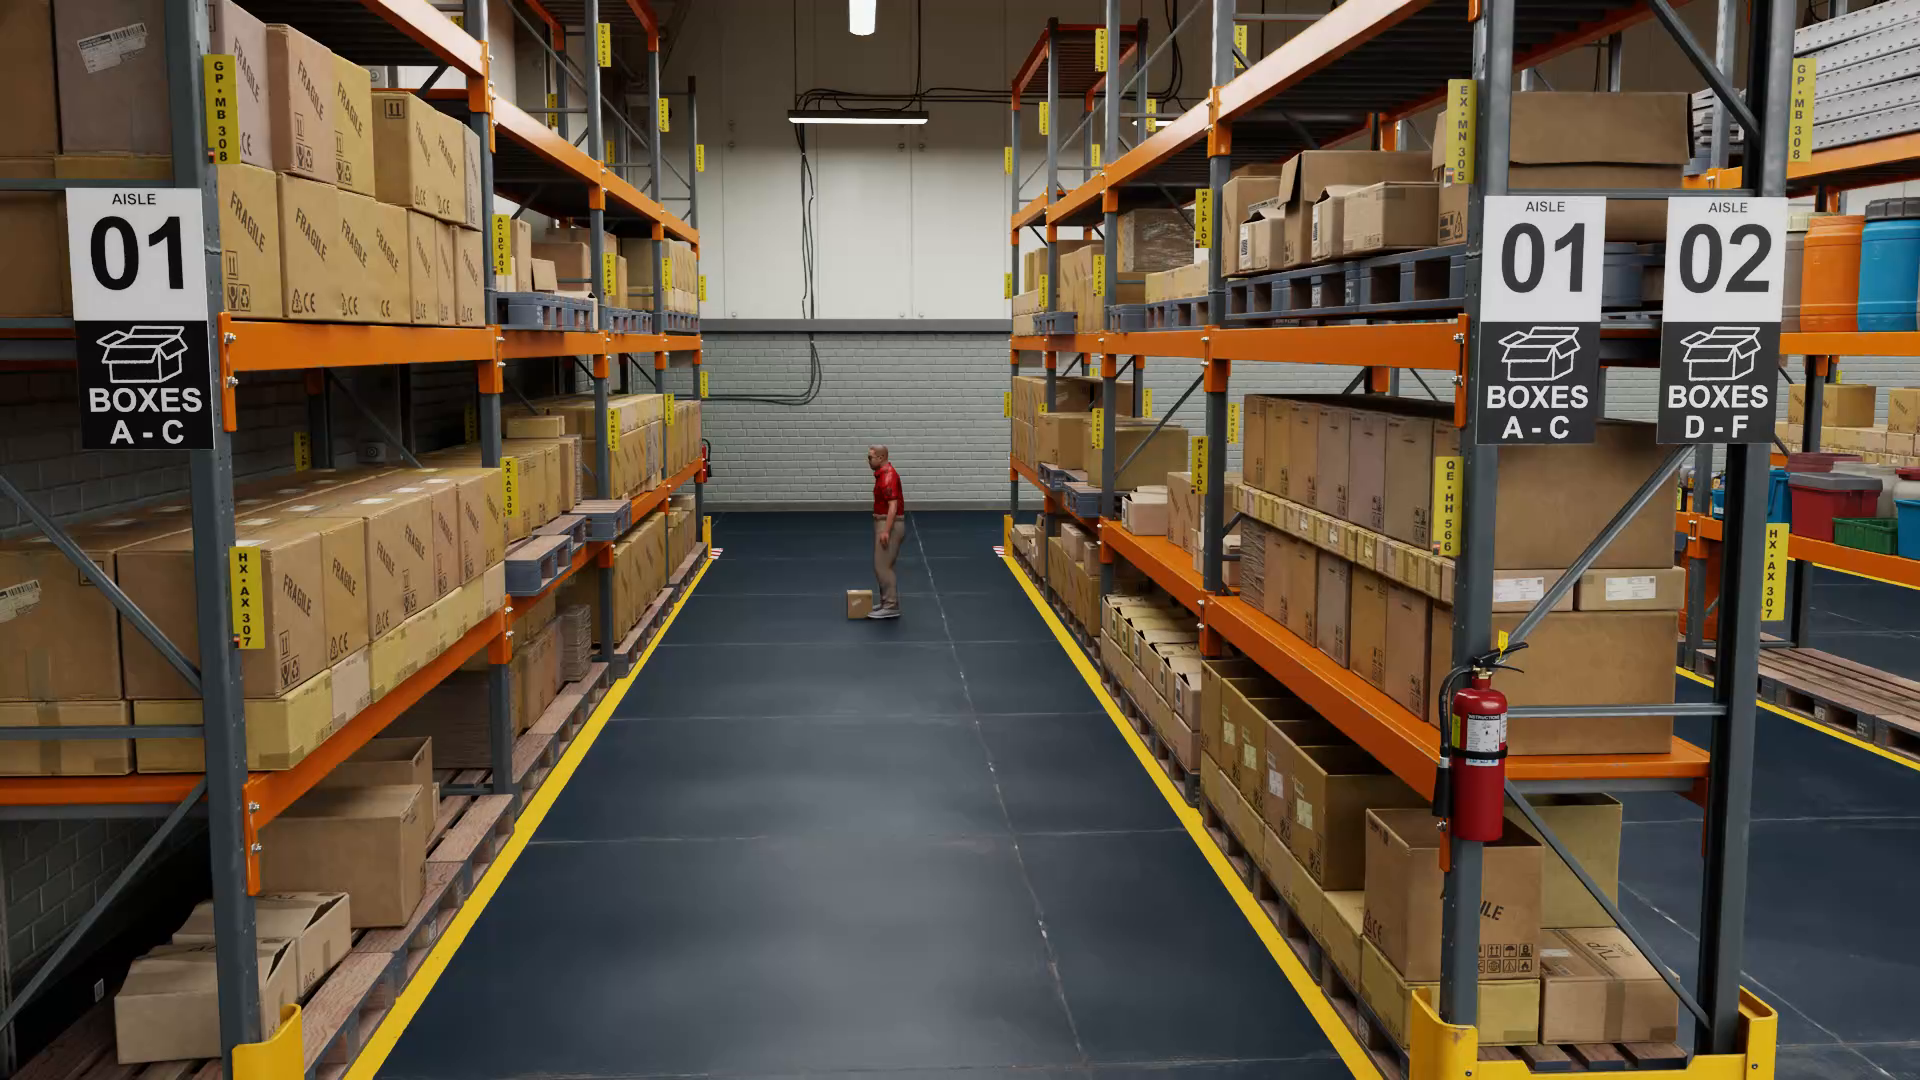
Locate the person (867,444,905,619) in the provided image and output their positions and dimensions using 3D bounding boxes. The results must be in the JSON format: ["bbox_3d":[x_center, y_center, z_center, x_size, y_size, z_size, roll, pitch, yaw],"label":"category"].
[{"bbox_3d":[-0.751,-0.050,16.599,0.389,1.636,0.605,-1,7,-7],"label":"person"}]
